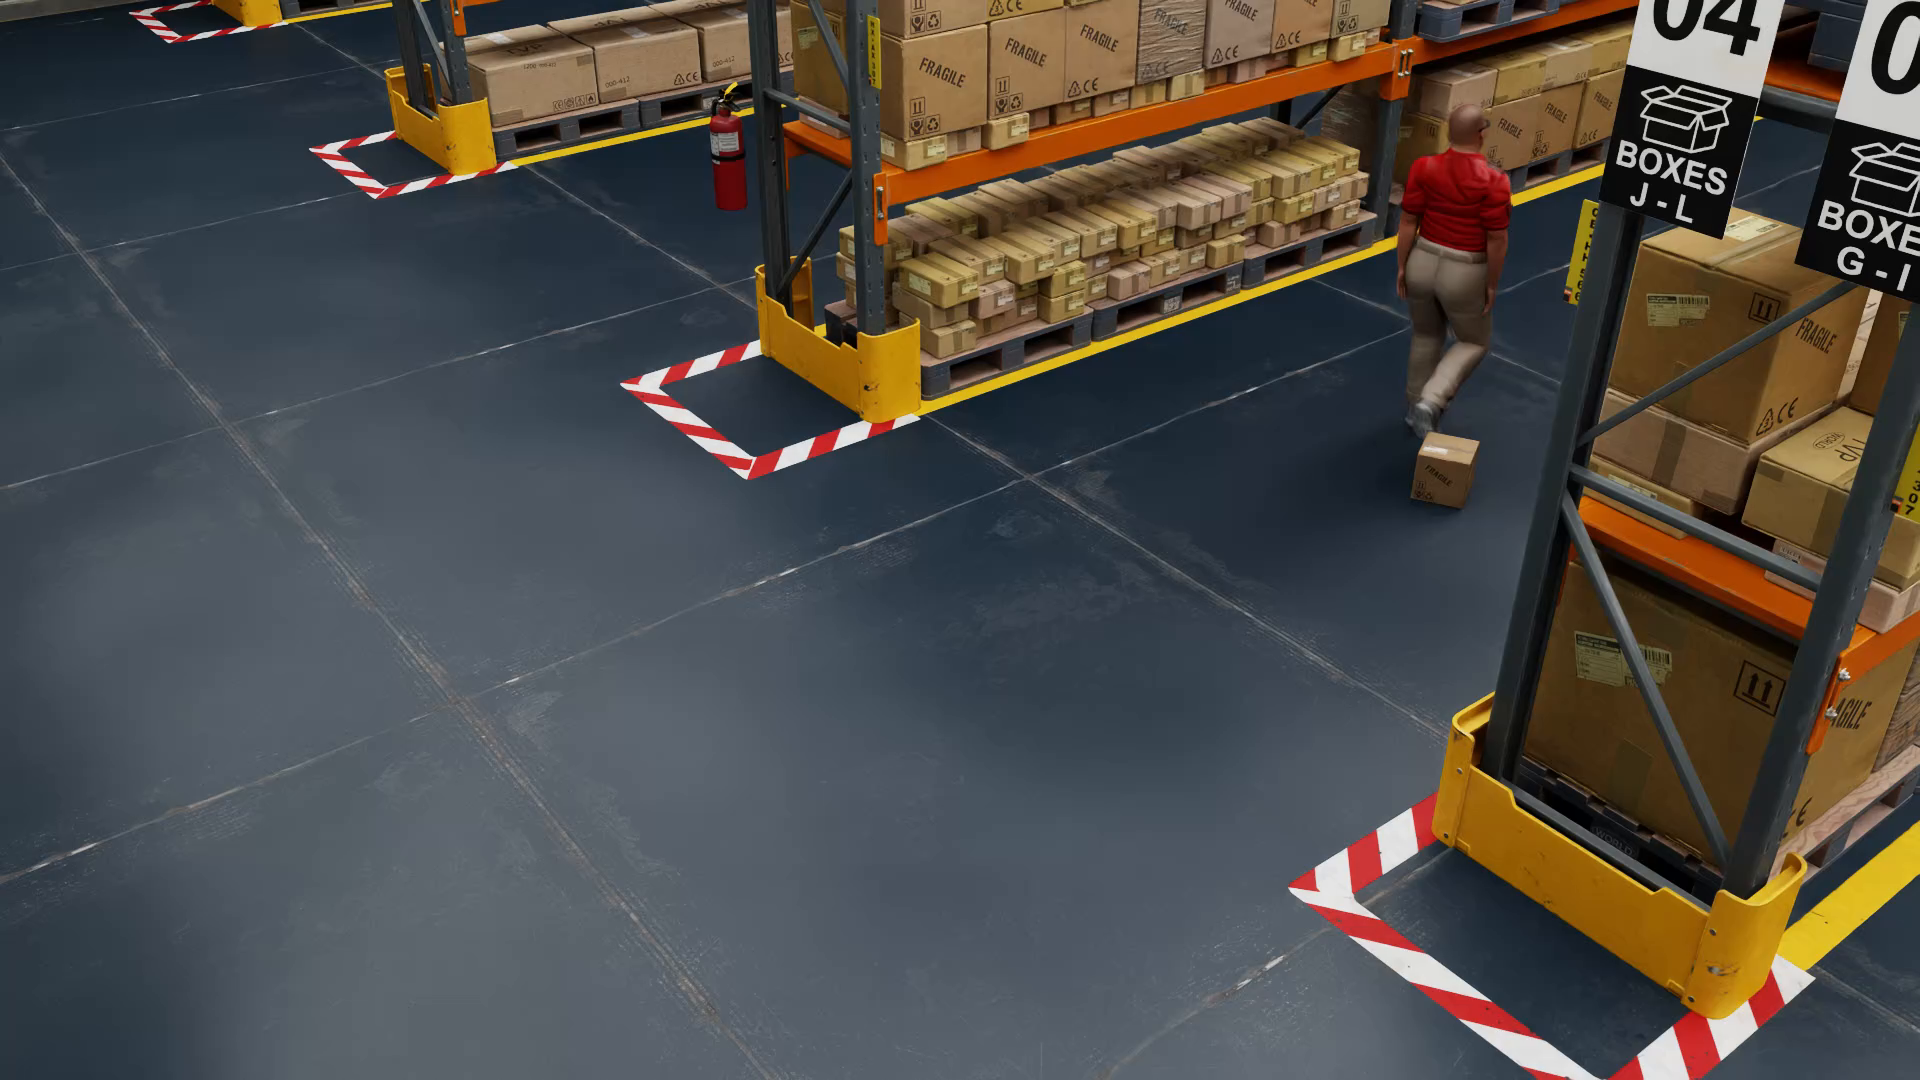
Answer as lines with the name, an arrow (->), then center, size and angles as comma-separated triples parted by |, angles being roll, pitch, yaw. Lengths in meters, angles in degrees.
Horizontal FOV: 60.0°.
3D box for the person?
person -> 2.395, -1.296, 8.196 | 0.539, 1.707, 0.646 | 23, 39, 32
